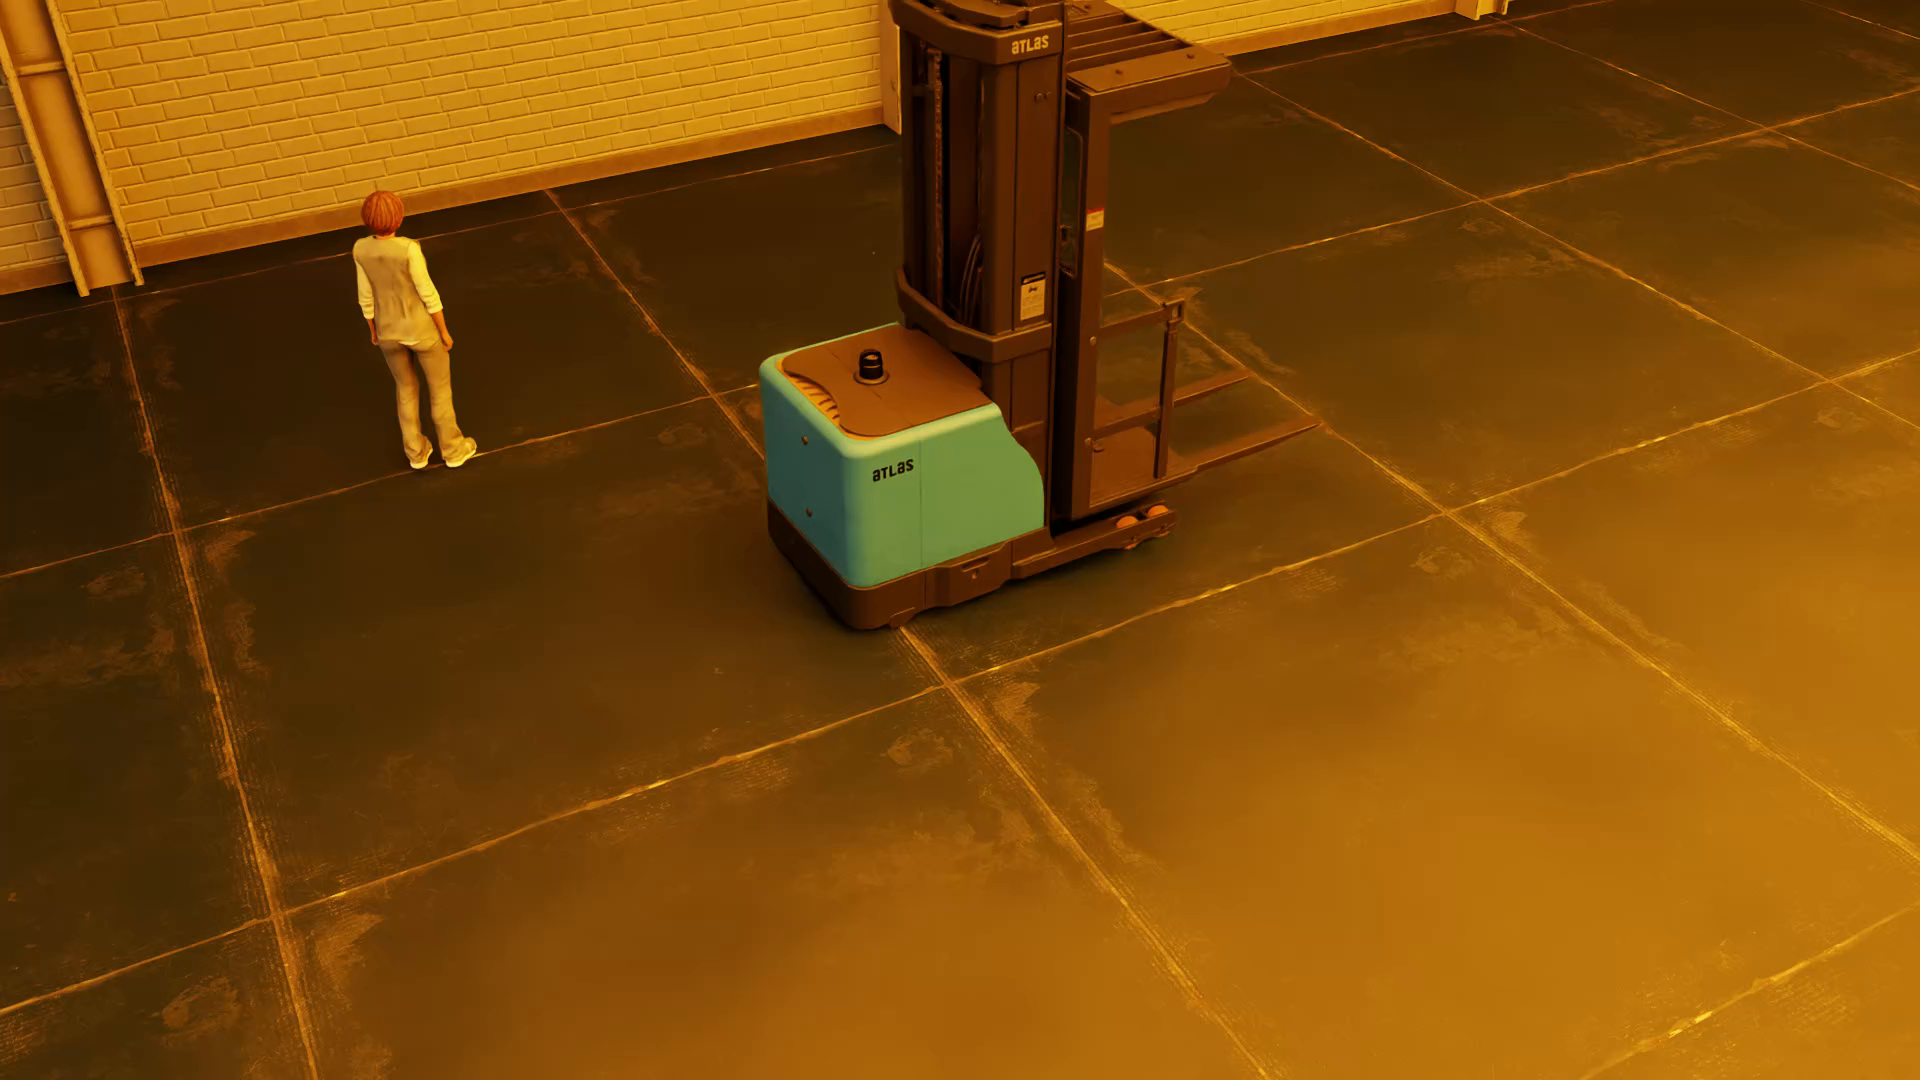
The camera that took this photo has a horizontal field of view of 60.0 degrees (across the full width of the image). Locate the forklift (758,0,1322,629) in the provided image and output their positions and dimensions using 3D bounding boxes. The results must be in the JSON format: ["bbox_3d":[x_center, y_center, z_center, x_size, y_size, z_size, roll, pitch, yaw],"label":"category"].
[{"bbox_3d":[0.540,-1.395,8.096,3.031,2.935,1.130,-19,39,-25],"label":"forklift"}]

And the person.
[{"bbox_3d":[-2.918,-1.108,8.844,0.444,1.602,0.329,3,35,4],"label":"person"}]
